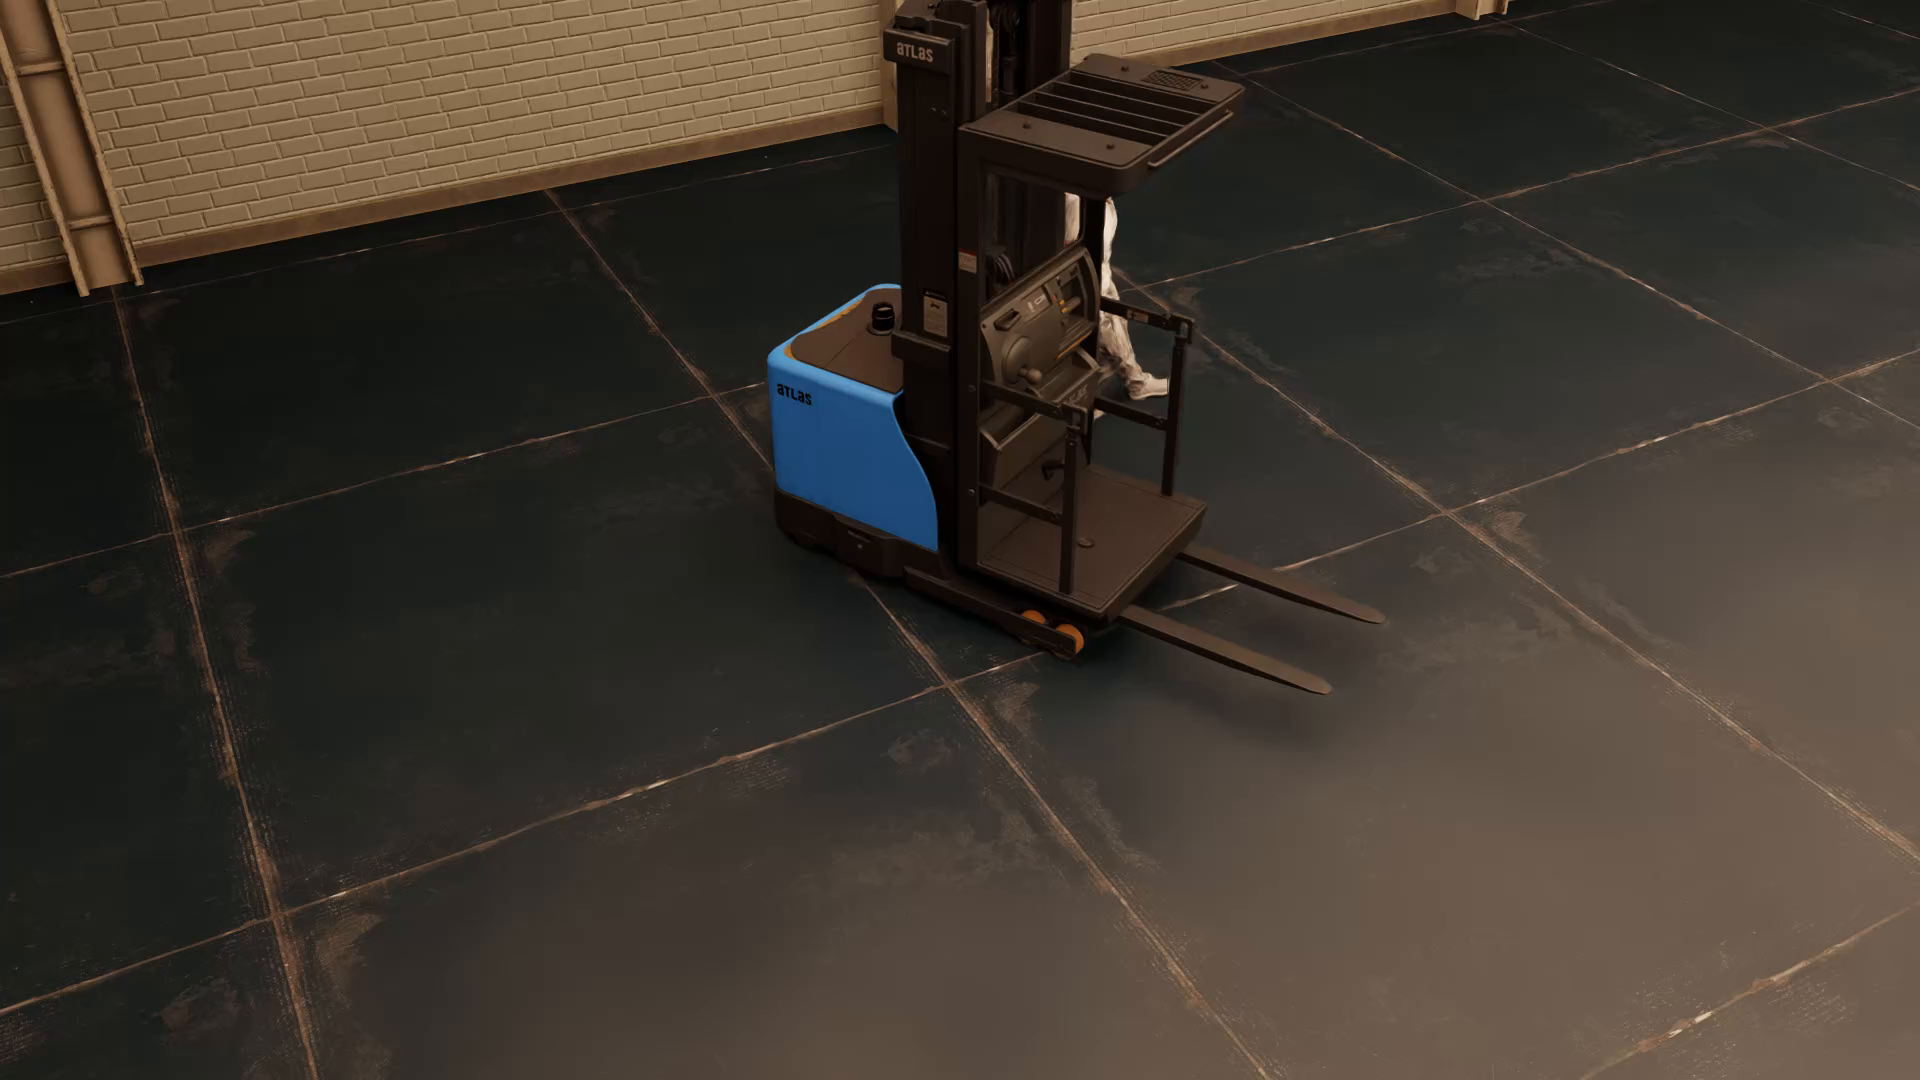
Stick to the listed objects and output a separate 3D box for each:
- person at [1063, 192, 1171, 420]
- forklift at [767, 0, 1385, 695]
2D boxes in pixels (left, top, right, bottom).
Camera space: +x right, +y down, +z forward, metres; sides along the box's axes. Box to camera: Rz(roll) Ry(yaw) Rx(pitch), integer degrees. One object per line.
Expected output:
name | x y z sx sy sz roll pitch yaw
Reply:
person | 0.873 -1.415 9.195 0.733 1.711 0.993 6 36 8
forklift | 0.547 -0.984 7.515 3.031 2.935 1.130 21 40 27
